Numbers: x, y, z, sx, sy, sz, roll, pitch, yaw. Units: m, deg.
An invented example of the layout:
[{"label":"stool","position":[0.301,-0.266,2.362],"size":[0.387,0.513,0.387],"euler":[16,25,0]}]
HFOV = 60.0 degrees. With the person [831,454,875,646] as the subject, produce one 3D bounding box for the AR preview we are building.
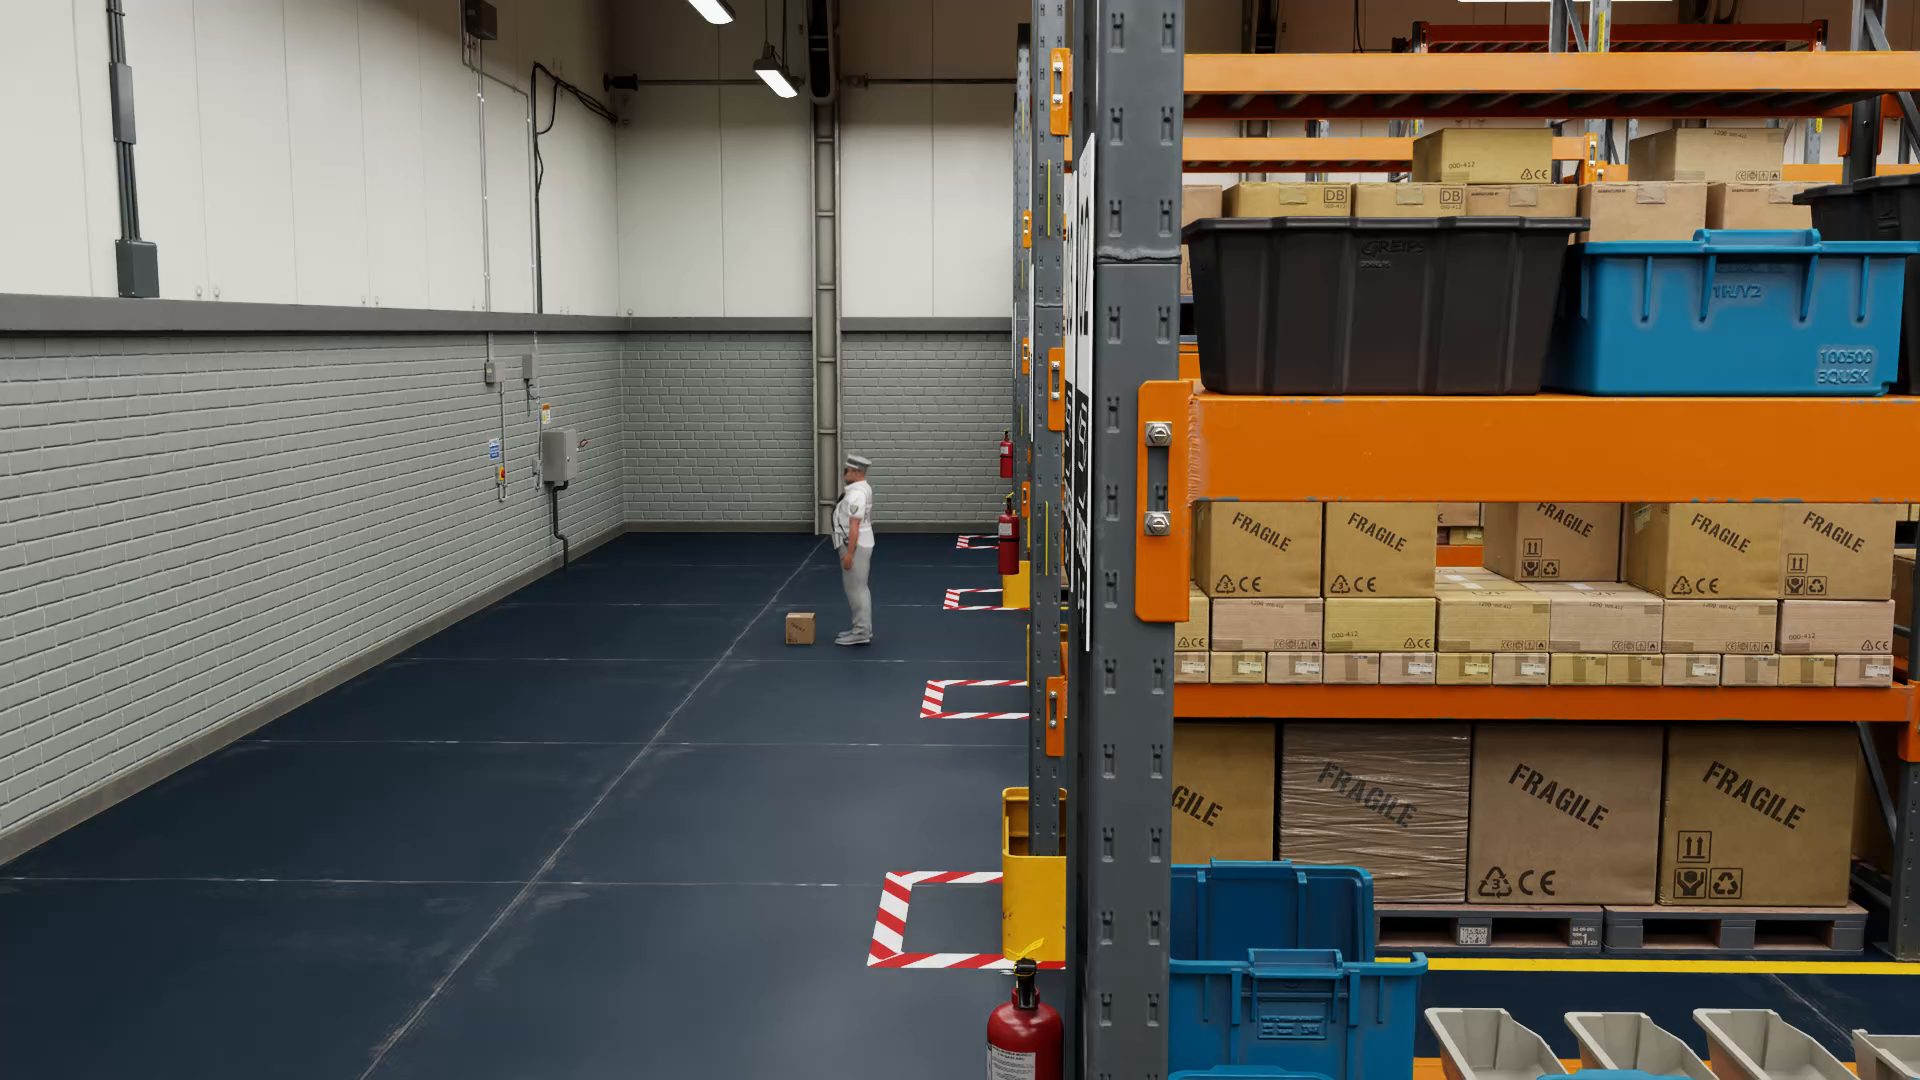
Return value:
[{"label":"person","position":[-0.998,0.084,15.520],"size":[0.395,1.768,0.525],"euler":[0,7,2]}]
